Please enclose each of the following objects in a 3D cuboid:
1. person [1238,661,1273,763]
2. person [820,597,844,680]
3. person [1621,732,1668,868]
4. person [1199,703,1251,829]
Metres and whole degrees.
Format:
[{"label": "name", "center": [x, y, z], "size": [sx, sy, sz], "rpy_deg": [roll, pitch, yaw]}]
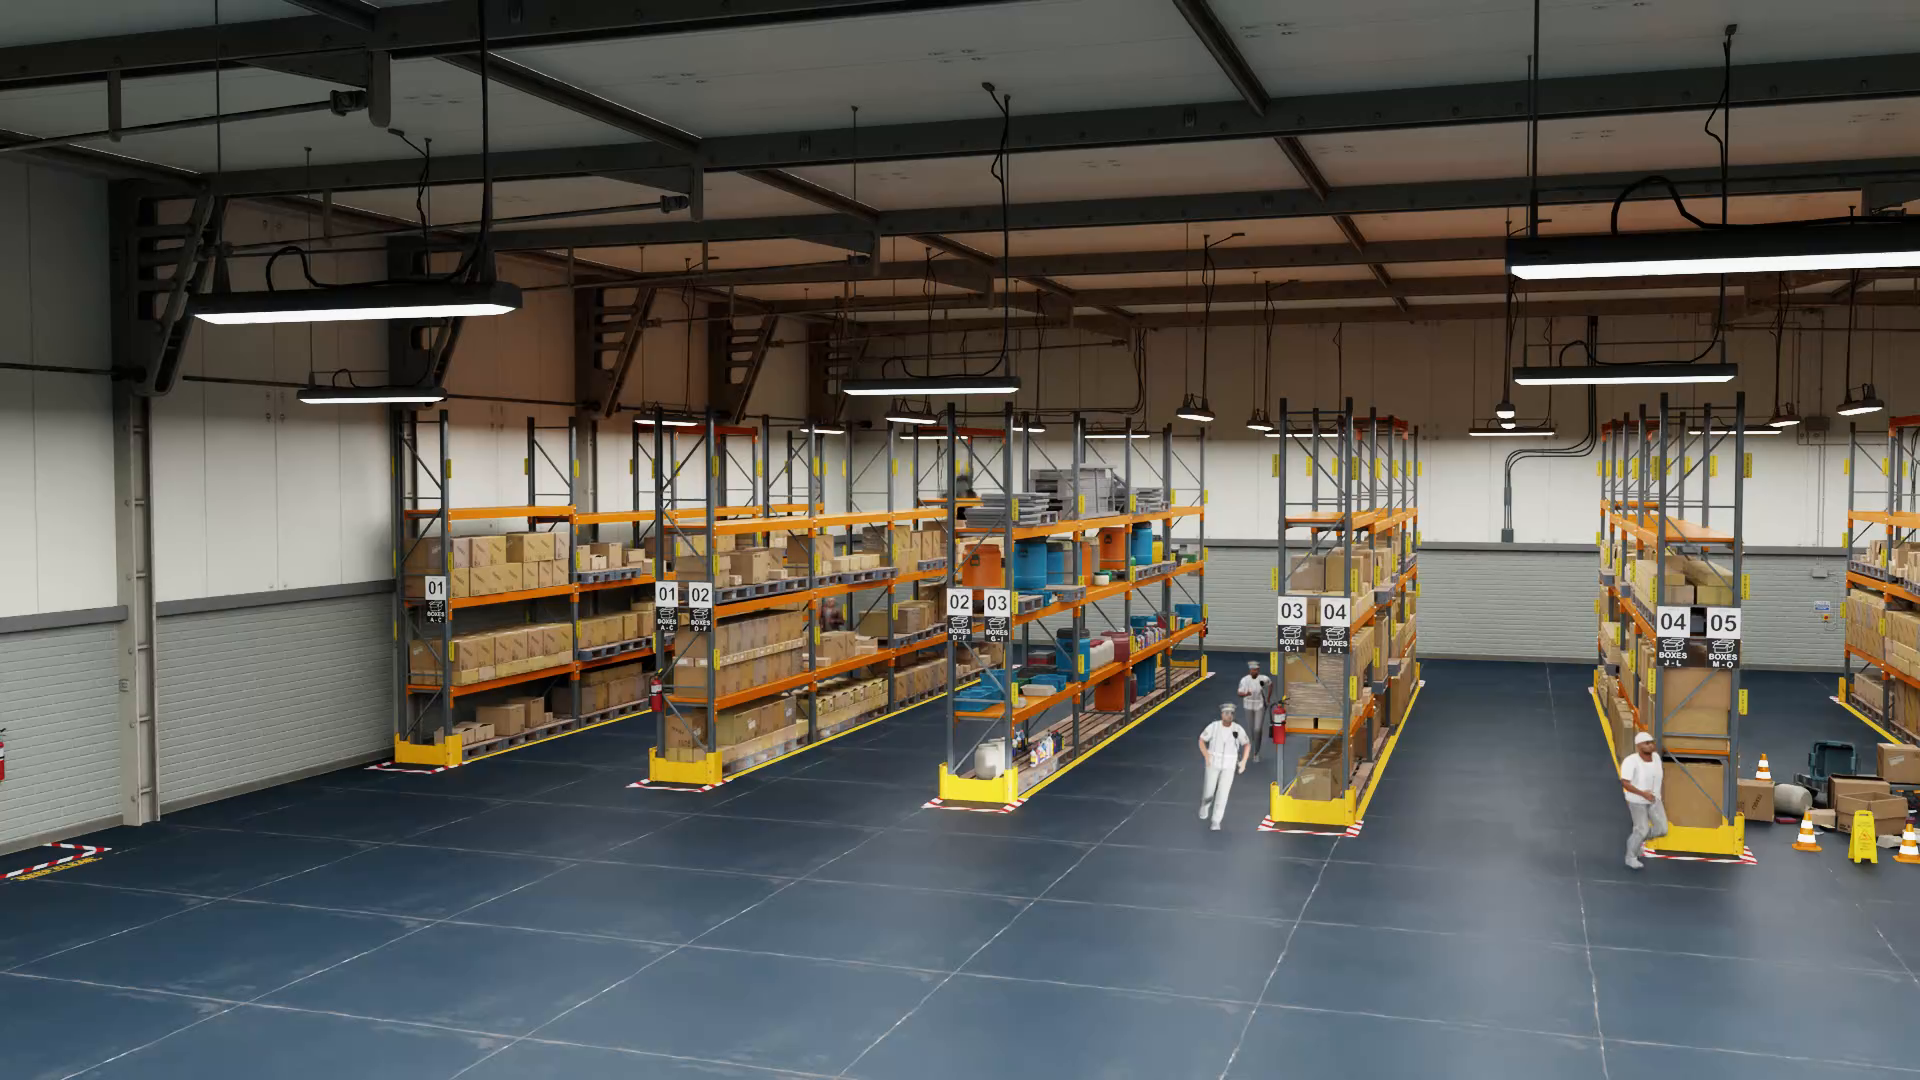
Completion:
[{"label": "person", "center": [5.088, 2.946, 28.653], "size": [0.562, 1.767, 0.845], "rpy_deg": [1, 3, 20]}, {"label": "person", "center": [-2.983, 2.245, 38.268], "size": [0.682, 1.888, 0.789], "rpy_deg": [1, 3, 15]}, {"label": "person", "center": [8.575, 3.250, 20.727], "size": [0.724, 1.717, 0.641], "rpy_deg": [-1, 3, -17]}, {"label": "person", "center": [3.705, 3.139, 23.257], "size": [0.726, 1.731, 0.784], "rpy_deg": [0, 2, 6]}]
